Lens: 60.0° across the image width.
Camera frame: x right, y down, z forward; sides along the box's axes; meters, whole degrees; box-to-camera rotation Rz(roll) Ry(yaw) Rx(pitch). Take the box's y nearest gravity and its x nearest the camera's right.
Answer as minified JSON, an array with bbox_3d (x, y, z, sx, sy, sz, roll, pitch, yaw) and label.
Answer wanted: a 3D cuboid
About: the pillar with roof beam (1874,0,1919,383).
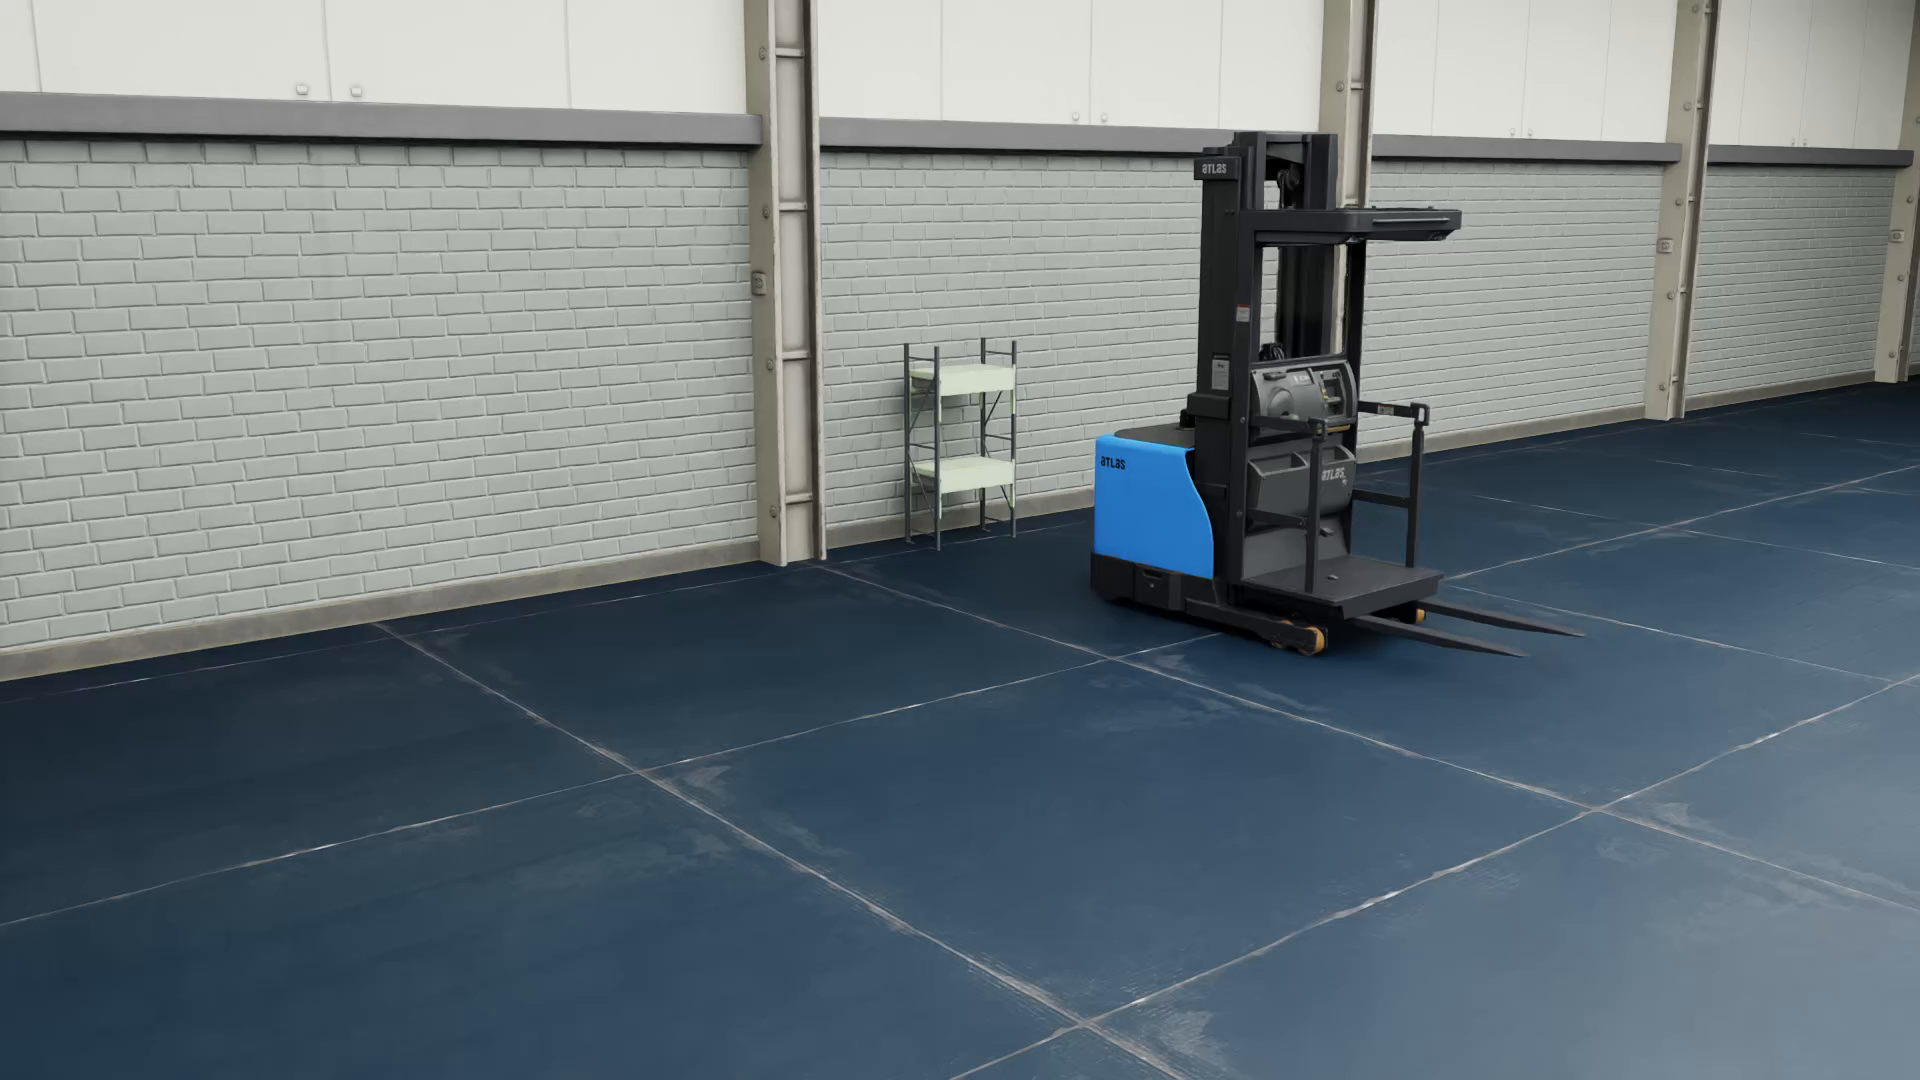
[{"bbox_3d":[15.537,-5.902,18.758,0.400,9.000,9.100,-9,15,-38],"label":"pillar with roof beam"}]

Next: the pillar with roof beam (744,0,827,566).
[{"bbox_3d":[1.482,-3.566,7.759,0.400,9.000,9.100,-9,15,-38],"label":"pillar with roof beam"}]

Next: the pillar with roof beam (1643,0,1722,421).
[{"bbox_3d":[10.852,-5.123,15.092,0.400,9.000,9.100,-9,15,-38],"label":"pillar with roof beam"}]

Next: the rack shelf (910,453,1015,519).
[{"bbox_3d":[0.005,-0.416,12.545,0.720,0.370,0.431,-9,15,-38],"label":"rack shelf"}]

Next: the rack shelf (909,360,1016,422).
[{"bbox_3d":[0.005,-1.116,12.396,0.720,0.370,0.431,-9,15,-38],"label":"rack shelf"}]

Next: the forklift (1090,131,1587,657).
[{"bbox_3d":[2.196,-0.891,9.768,1.130,2.935,3.031,-10,16,-40],"label":"forklift"}]

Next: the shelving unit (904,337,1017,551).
[{"bbox_3d":[0.005,-0.735,12.477,0.755,1.500,0.431,-9,15,-38],"label":"shelving unit"}]

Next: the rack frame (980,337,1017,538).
[{"bbox_3d":[0.291,-0.782,12.701,0.023,1.500,0.400,-9,15,-38],"label":"rack frame"}]

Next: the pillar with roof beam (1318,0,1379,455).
[{"bbox_3d":[6.167,-4.345,11.425,0.400,9.000,9.100,-9,15,-38],"label":"pillar with roof beam"}]

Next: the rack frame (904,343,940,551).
[{"bbox_3d":[-0.281,-0.687,12.253,0.023,1.500,0.400,-9,15,-38],"label":"rack frame"}]
